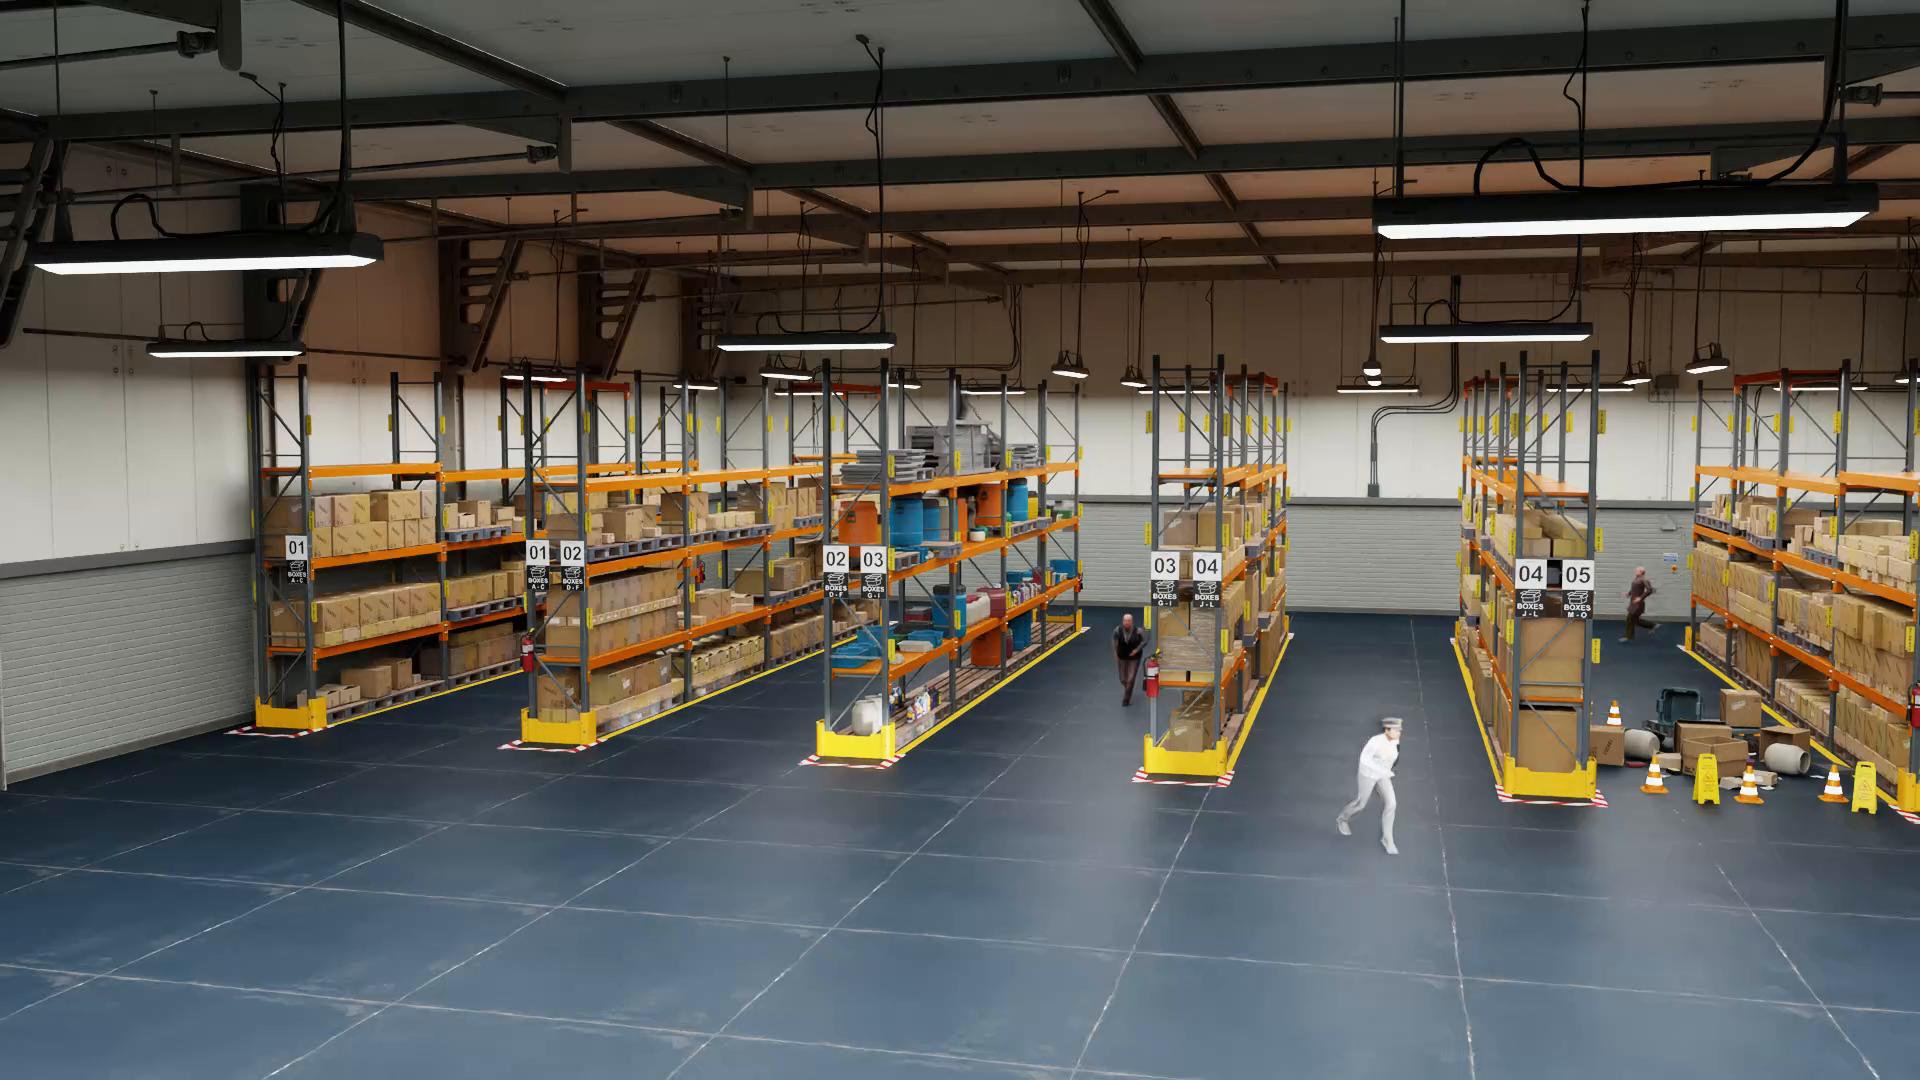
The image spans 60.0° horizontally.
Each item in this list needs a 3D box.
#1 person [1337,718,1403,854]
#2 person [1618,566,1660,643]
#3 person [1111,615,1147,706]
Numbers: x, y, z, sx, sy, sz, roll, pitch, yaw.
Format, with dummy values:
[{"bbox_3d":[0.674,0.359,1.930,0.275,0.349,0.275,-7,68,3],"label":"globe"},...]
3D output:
[{"bbox_3d":[4.884,2.866,19.821,0.657,1.627,0.968,-3,5,-34],"label":"person"},{"bbox_3d":[15.667,1.490,38.313,0.918,1.764,0.712,1,4,10],"label":"person"},{"bbox_3d":[3.032,2.139,29.814,0.653,1.658,0.761,1,4,10],"label":"person"}]
